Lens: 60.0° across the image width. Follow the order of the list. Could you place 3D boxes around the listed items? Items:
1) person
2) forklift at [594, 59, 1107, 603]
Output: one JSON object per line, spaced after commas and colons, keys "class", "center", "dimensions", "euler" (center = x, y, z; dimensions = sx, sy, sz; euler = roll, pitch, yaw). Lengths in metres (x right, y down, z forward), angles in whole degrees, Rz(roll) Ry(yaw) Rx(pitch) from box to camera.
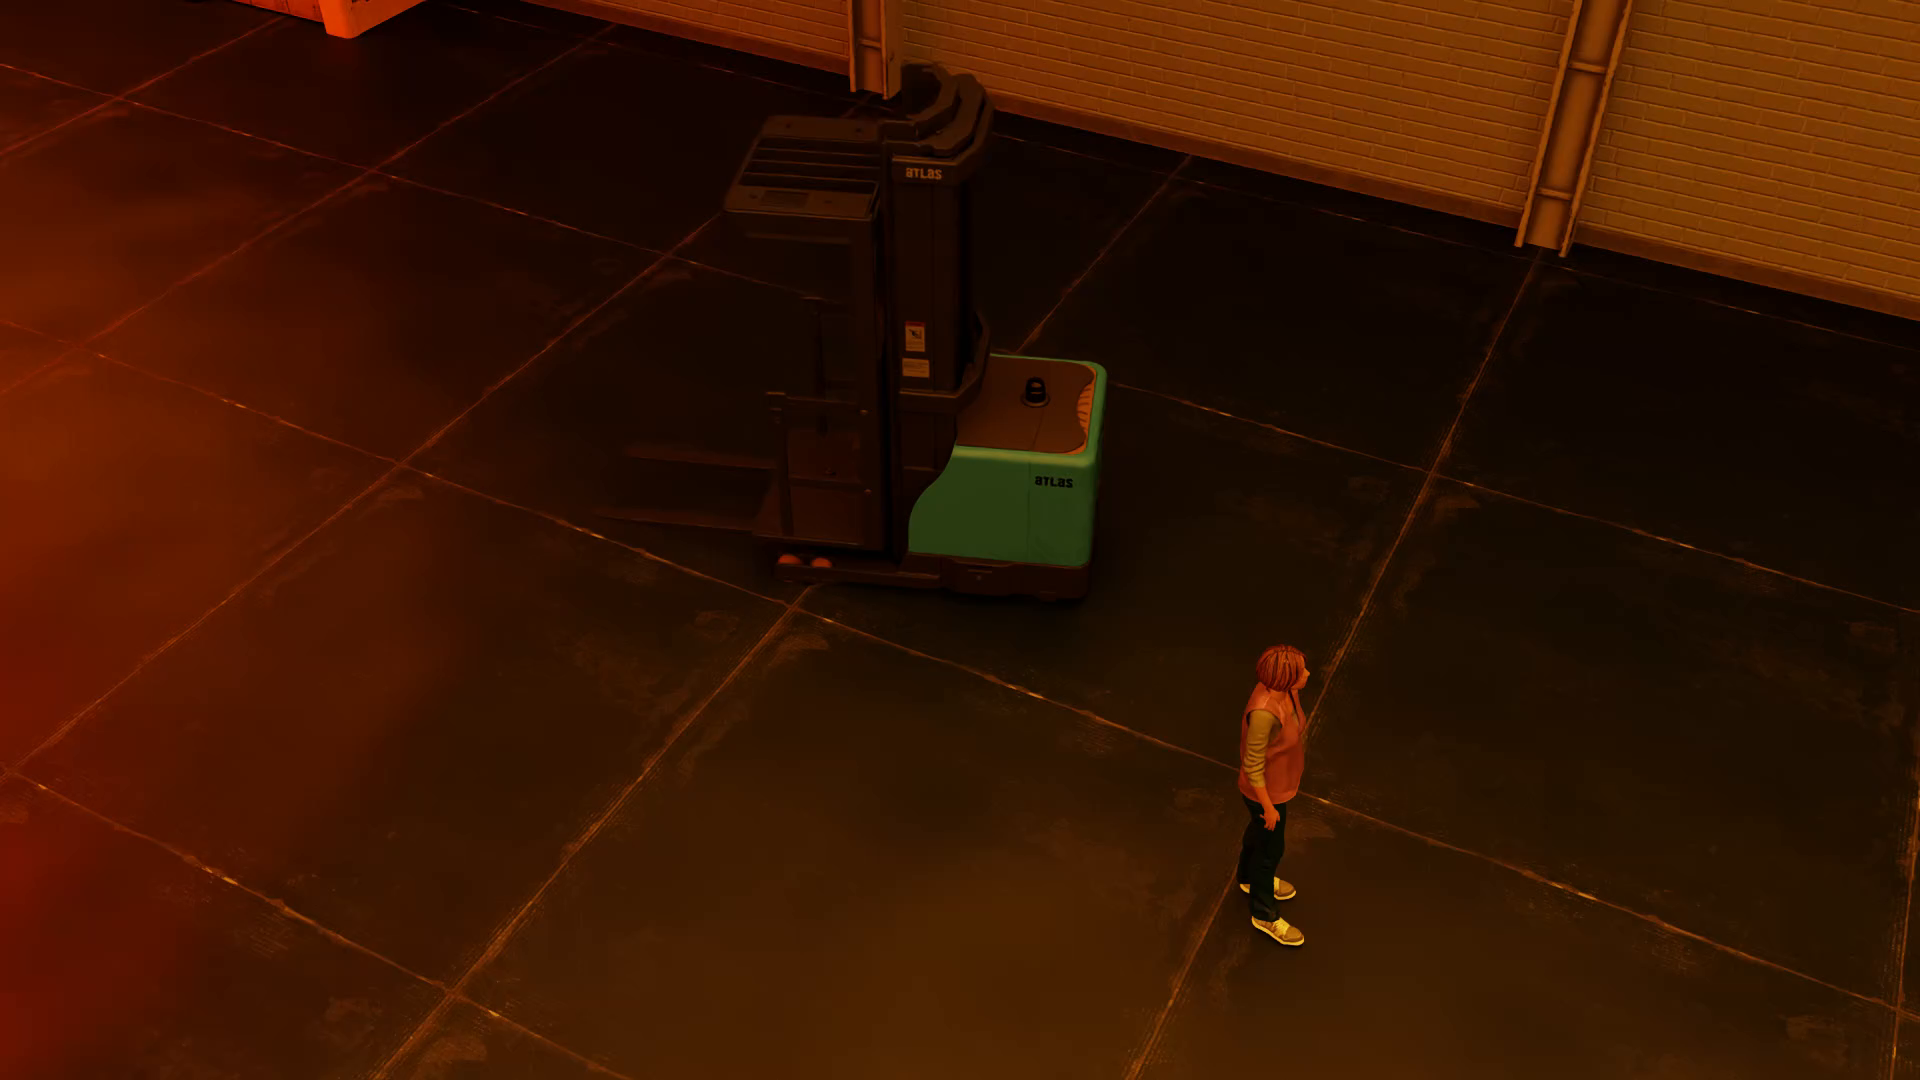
{"class": "person", "center": [1.503, 1.136, 7.662], "dimensions": [0.473, 1.596, 0.521], "euler": [14, 42, 16]}
{"class": "forklift", "center": [-0.677, -1.181, 9.389], "dimensions": [3.031, 2.935, 1.130], "euler": [5, 40, 6]}
